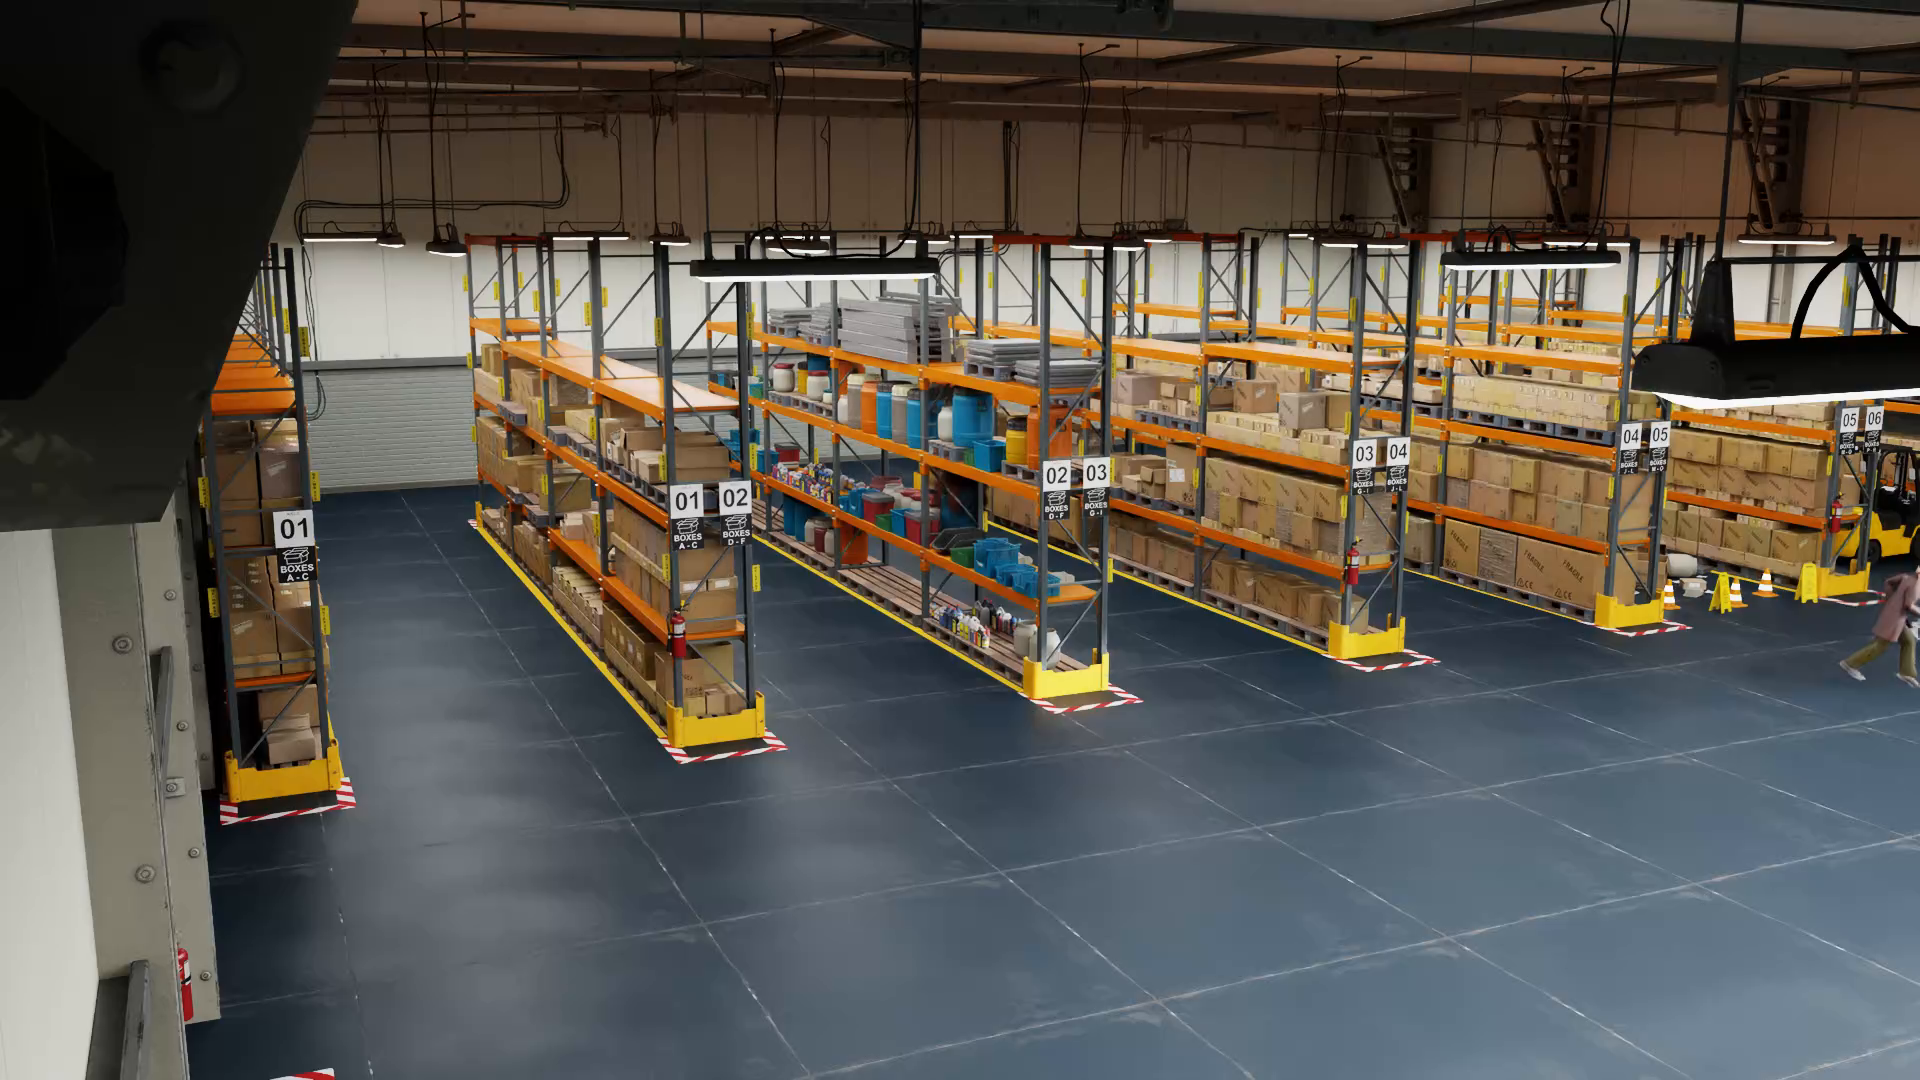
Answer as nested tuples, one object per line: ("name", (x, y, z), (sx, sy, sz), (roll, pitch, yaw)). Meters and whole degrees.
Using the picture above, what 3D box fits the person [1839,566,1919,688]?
("person", (12.673, 1.173, 22.762), (1.062, 1.743, 0.755), (3, 11, 15))

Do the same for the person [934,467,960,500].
("person", (-0.248, -1.254, 34.810), (0.669, 1.823, 0.826), (-6, 13, -30))

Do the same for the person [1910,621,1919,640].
("person", (14.489, 0.843, 24.494), (0.763, 1.660, 0.601), (6, 12, 27))
